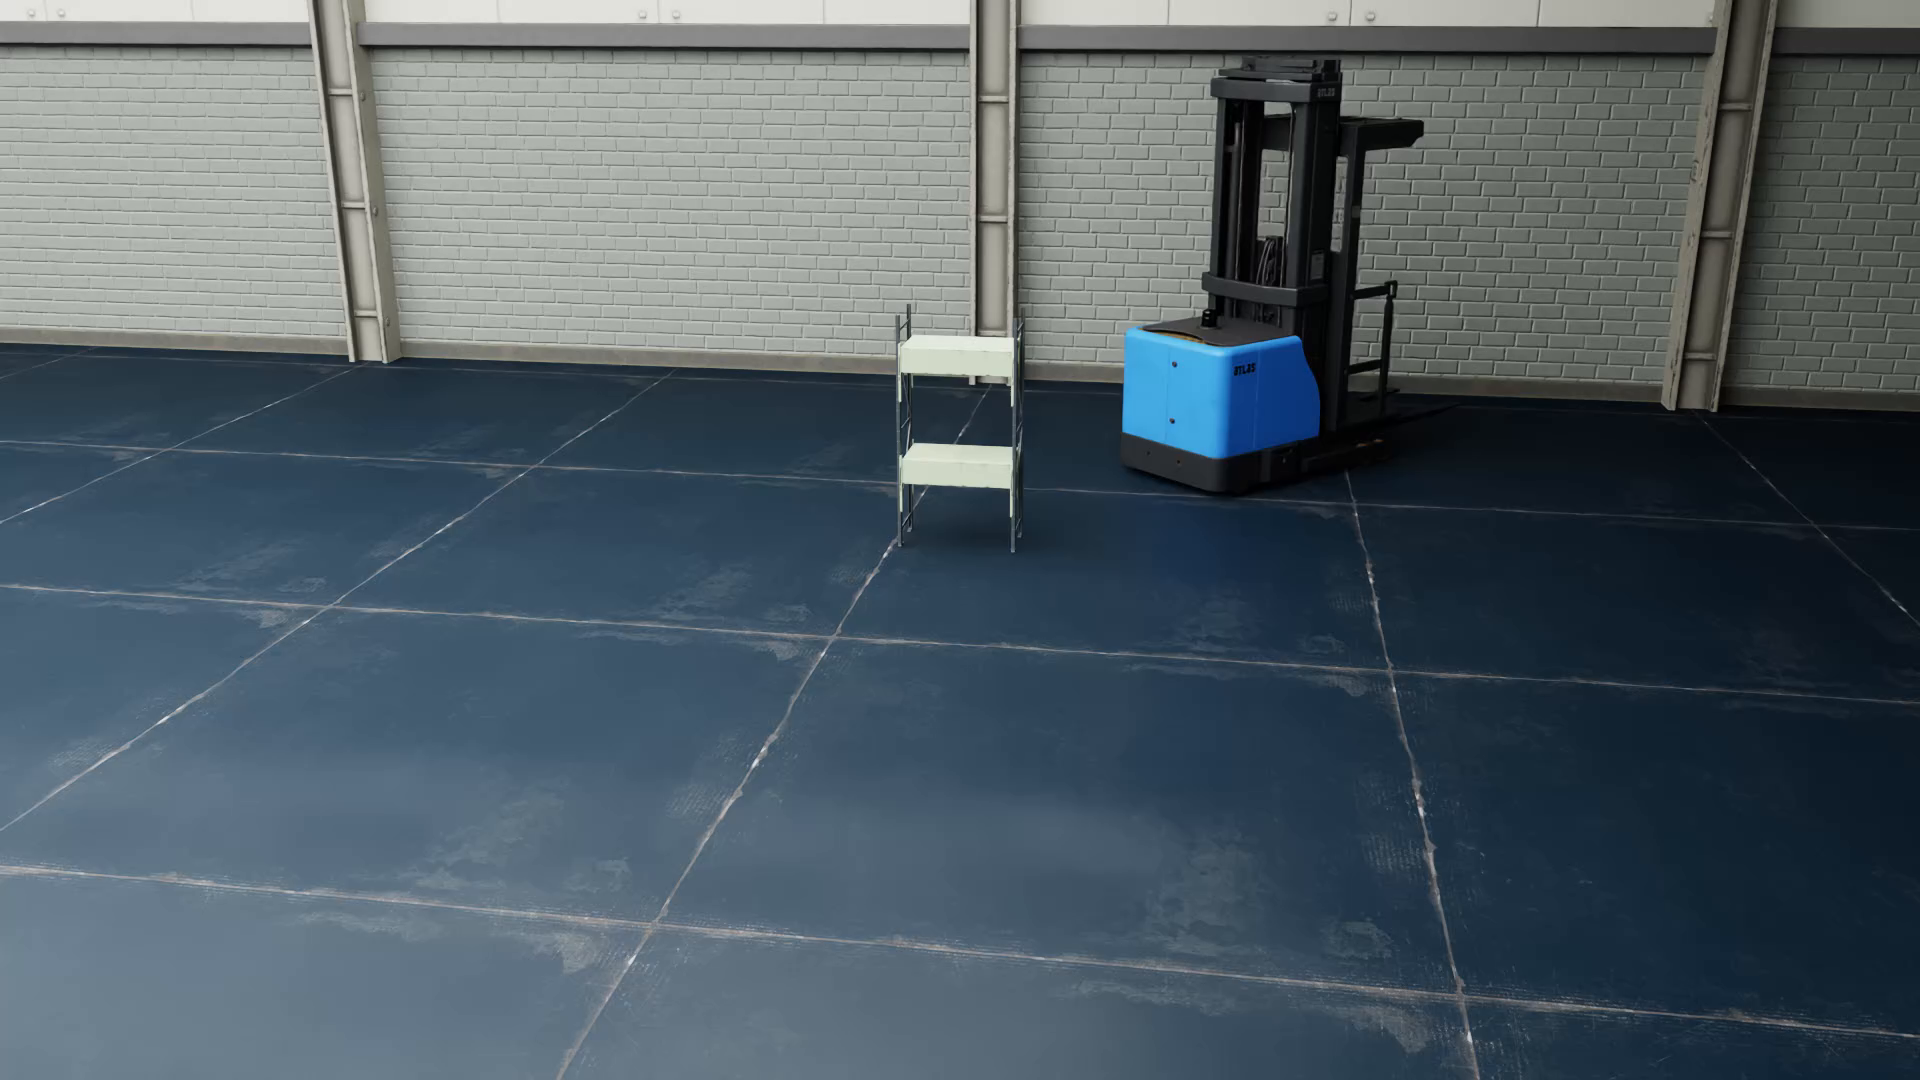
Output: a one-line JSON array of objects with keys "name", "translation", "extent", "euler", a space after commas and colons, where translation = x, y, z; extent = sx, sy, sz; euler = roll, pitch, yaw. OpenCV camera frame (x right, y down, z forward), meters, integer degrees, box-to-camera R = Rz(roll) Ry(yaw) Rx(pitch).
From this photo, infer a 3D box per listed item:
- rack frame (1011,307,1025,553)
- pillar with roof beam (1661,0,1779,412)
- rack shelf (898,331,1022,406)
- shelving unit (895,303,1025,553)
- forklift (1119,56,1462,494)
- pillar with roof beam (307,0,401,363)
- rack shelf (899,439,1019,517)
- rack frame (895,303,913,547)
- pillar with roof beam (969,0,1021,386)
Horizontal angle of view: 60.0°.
[{"name": "rack frame", "translation": [0.368, -0.692, 10.509], "extent": [0.023, 1.500, 0.400], "euler": [3, 19, 9]}, {"name": "pillar with roof beam", "translation": [5.543, -4.058, 8.751], "extent": [0.400, 9.000, 9.100], "euler": [3, 19, 9]}, {"name": "rack shelf", "translation": [0.007, -1.081, 10.440], "extent": [0.720, 0.370, 0.431], "euler": [3, 19, 9]}, {"name": "shelving unit", "translation": [0.007, -0.711, 10.564], "extent": [0.755, 1.500, 0.431], "euler": [3, 19, 9]}, {"name": "forklift", "translation": [2.649, -2.069, 12.367], "extent": [3.031, 2.935, 1.130], "euler": [-14, 23, -36]}, {"name": "pillar with roof beam", "translation": [-6.305, -4.662, 10.556], "extent": [0.400, 9.000, 9.100], "euler": [3, 19, 9]}, {"name": "rack shelf", "translation": [0.007, -0.402, 10.668], "extent": [0.720, 0.370, 0.431], "euler": [3, 19, 9]}, {"name": "rack frame", "translation": [-0.355, -0.729, 10.619], "extent": [0.023, 1.500, 0.400], "euler": [3, 19, 9]}, {"name": "pillar with roof beam", "translation": [-0.381, -4.360, 9.653], "extent": [0.400, 9.000, 9.100], "euler": [3, 19, 9]}]
